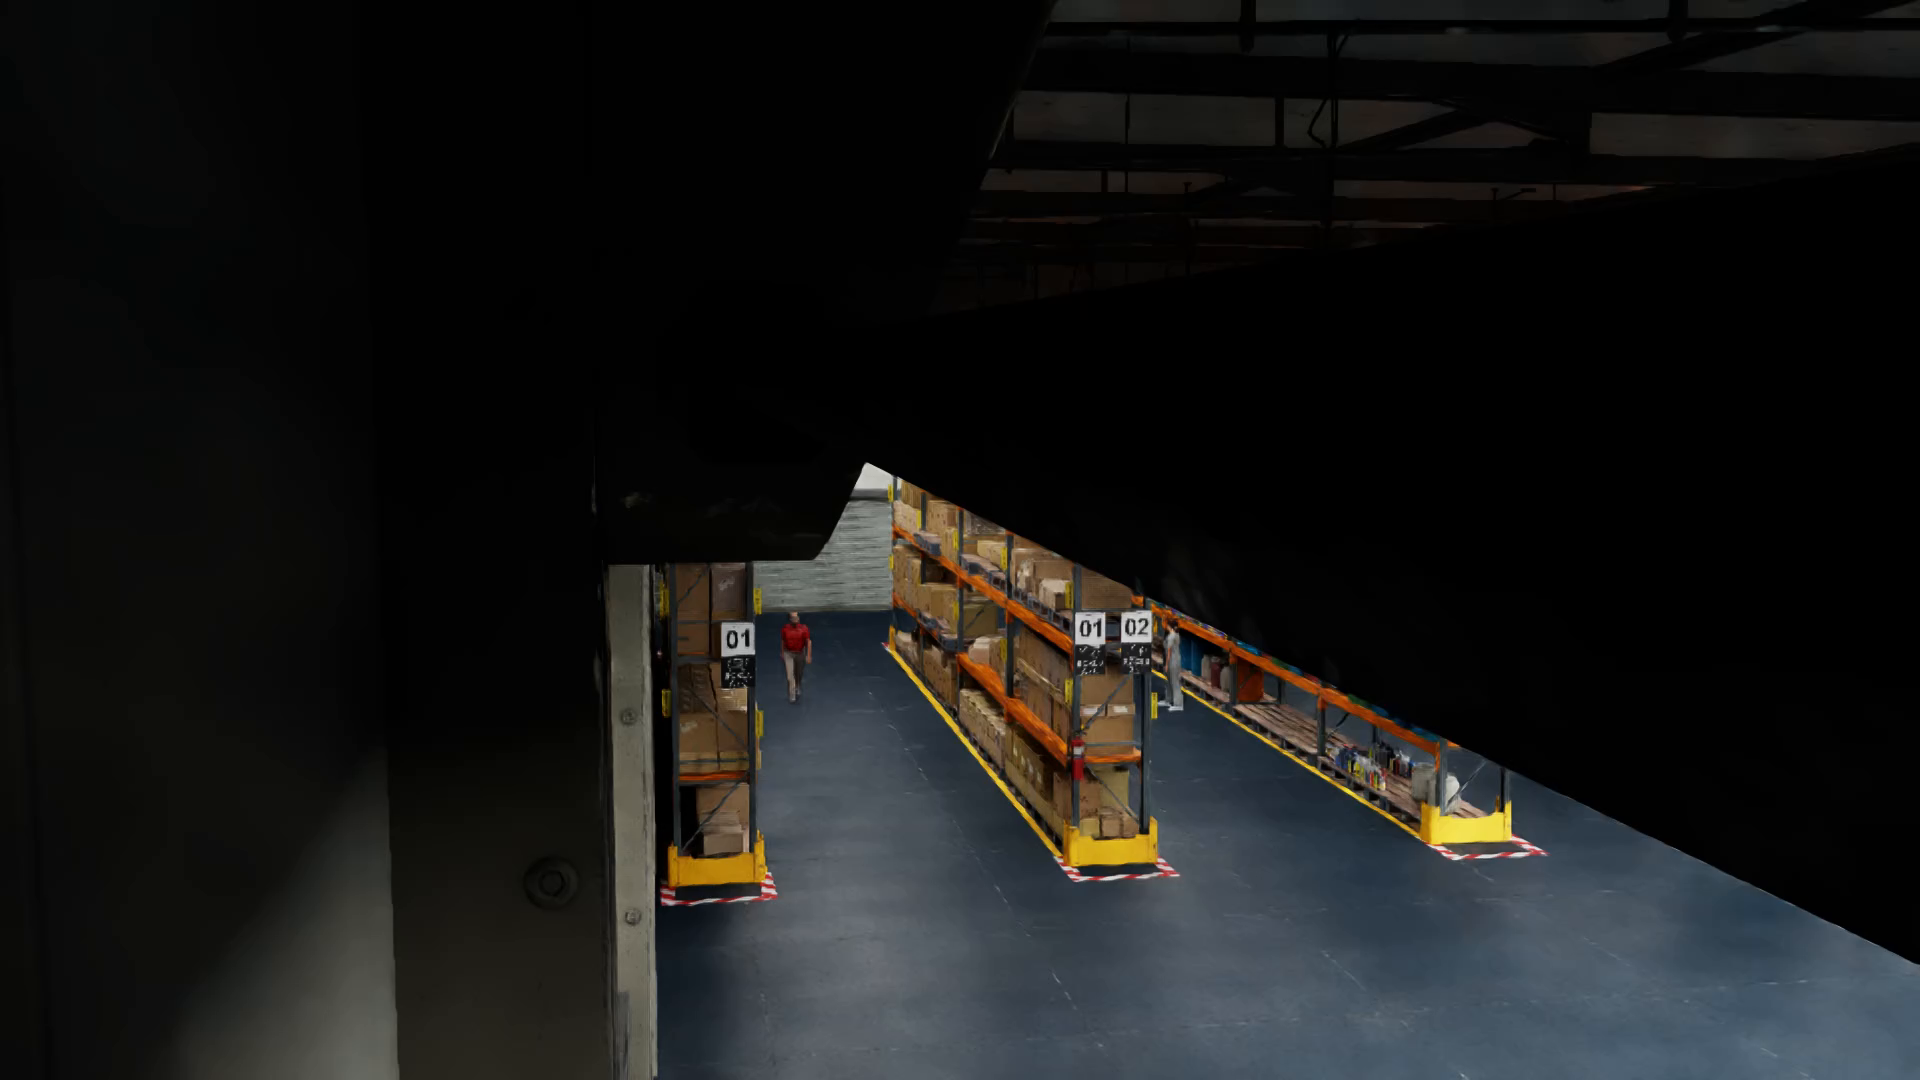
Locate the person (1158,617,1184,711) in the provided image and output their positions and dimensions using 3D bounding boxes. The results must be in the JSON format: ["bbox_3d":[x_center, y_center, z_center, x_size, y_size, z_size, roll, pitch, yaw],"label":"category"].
[{"bbox_3d":[3.820,2.225,30.170,0.569,1.668,0.562,2,7,19],"label":"person"}]

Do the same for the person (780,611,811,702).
[{"bbox_3d":[-3.062,2.141,31.053,0.557,1.669,1.040,-1,6,-11],"label":"person"}]

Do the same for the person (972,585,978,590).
[{"bbox_3d":[0.150,1.388,37.874,0.691,1.687,0.860,-3,7,-27],"label":"person"}]
